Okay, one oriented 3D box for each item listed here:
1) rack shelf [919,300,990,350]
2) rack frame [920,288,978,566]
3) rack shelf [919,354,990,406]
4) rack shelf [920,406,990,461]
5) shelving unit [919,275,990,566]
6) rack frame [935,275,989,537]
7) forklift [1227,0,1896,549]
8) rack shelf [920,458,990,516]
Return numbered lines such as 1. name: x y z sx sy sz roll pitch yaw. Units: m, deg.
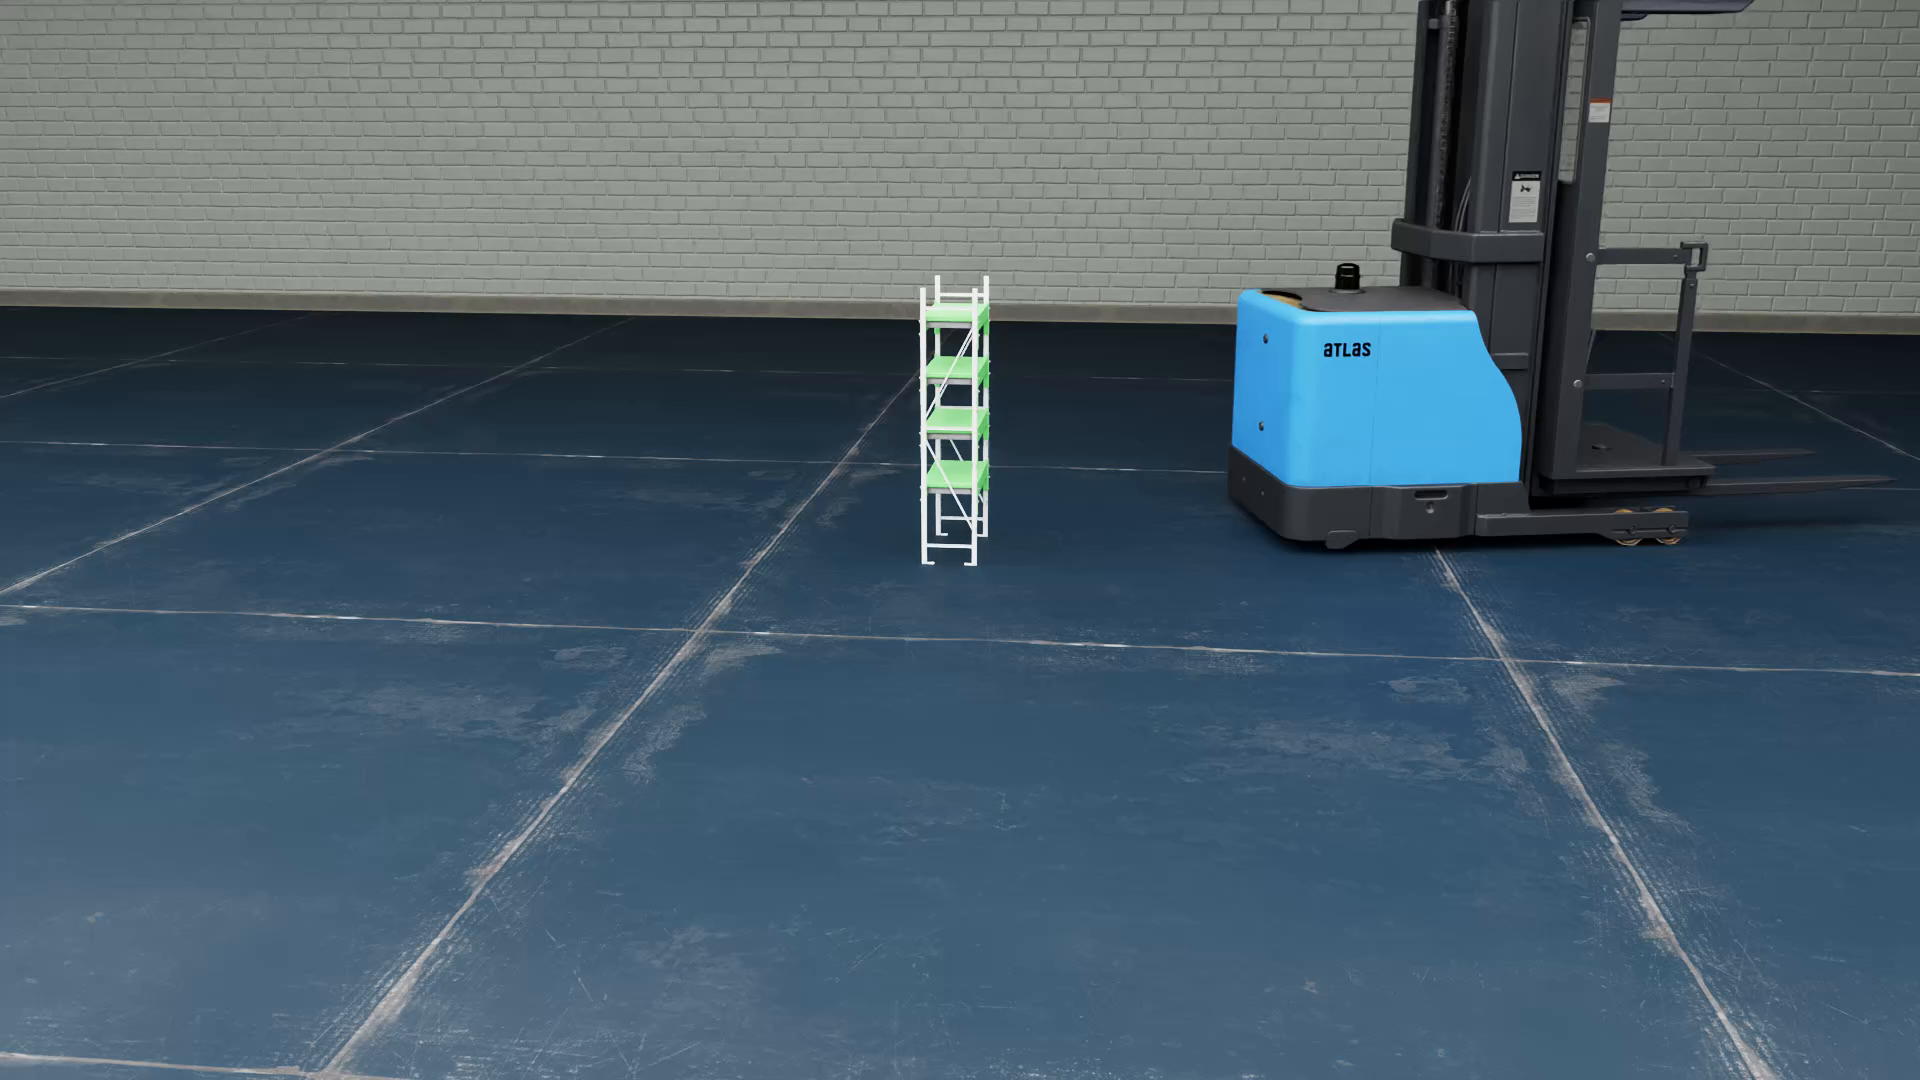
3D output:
1. rack shelf: -0.019 -0.938 7.238 0.258 0.148 0.480 2 15 6
2. rack frame: -0.046 -0.473 7.113 0.240 1.200 0.015 2 15 6
3. rack shelf: -0.019 -0.706 7.301 0.258 0.148 0.480 2 15 6
4. rack shelf: -0.019 -0.475 7.363 0.258 0.148 0.480 2 15 6
5. shelving unit: -0.019 -0.536 7.347 0.258 1.200 0.503 2 15 6
6. rack frame: 0.009 -0.600 7.581 0.240 1.200 0.015 2 15 6
7. forklift: 2.885 -1.522 7.677 3.031 2.935 1.130 -2 15 -7
8. rack shelf: -0.019 -0.243 7.426 0.258 0.148 0.480 2 15 6
